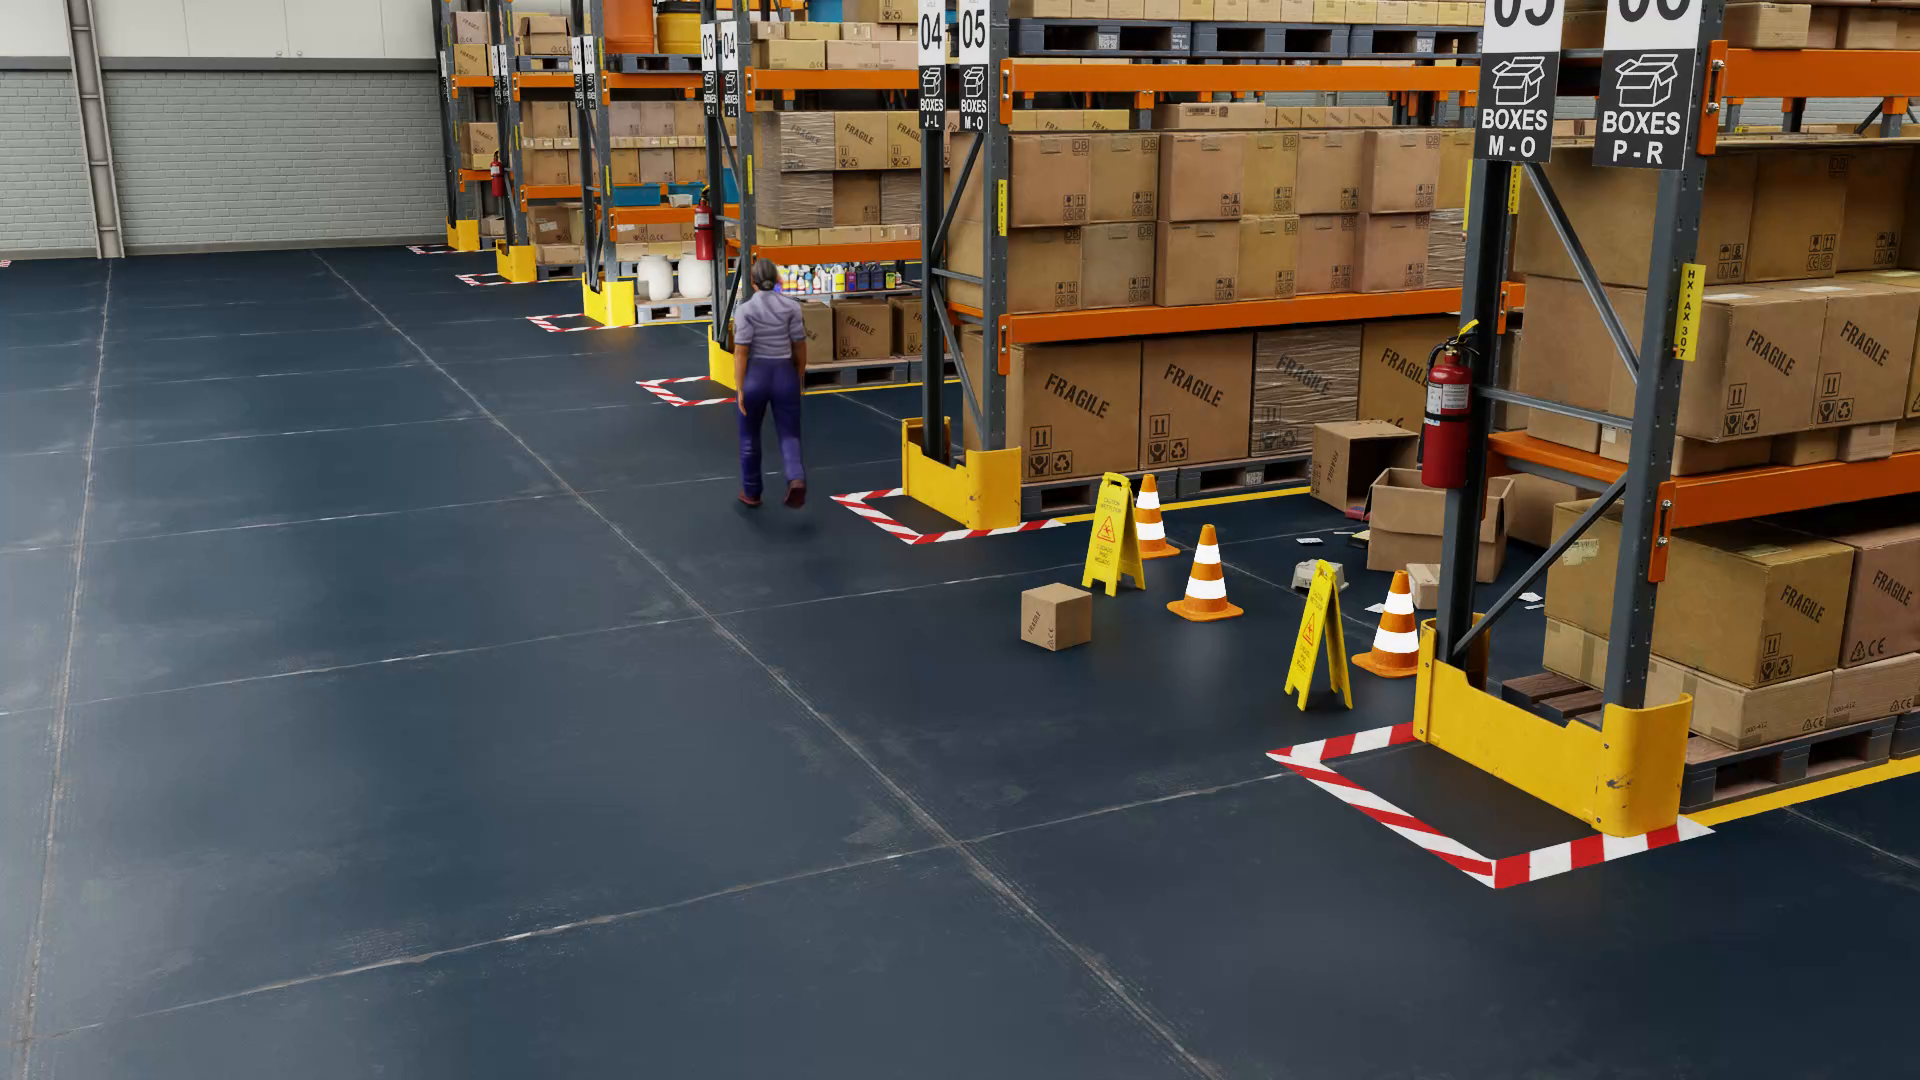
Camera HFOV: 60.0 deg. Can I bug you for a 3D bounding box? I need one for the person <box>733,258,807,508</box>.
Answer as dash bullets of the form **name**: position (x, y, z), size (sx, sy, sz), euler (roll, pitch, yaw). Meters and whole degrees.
- **person**: position (-1.197, -0.972, 10.588), size (0.481, 1.603, 0.833), euler (-5, 16, -16)
